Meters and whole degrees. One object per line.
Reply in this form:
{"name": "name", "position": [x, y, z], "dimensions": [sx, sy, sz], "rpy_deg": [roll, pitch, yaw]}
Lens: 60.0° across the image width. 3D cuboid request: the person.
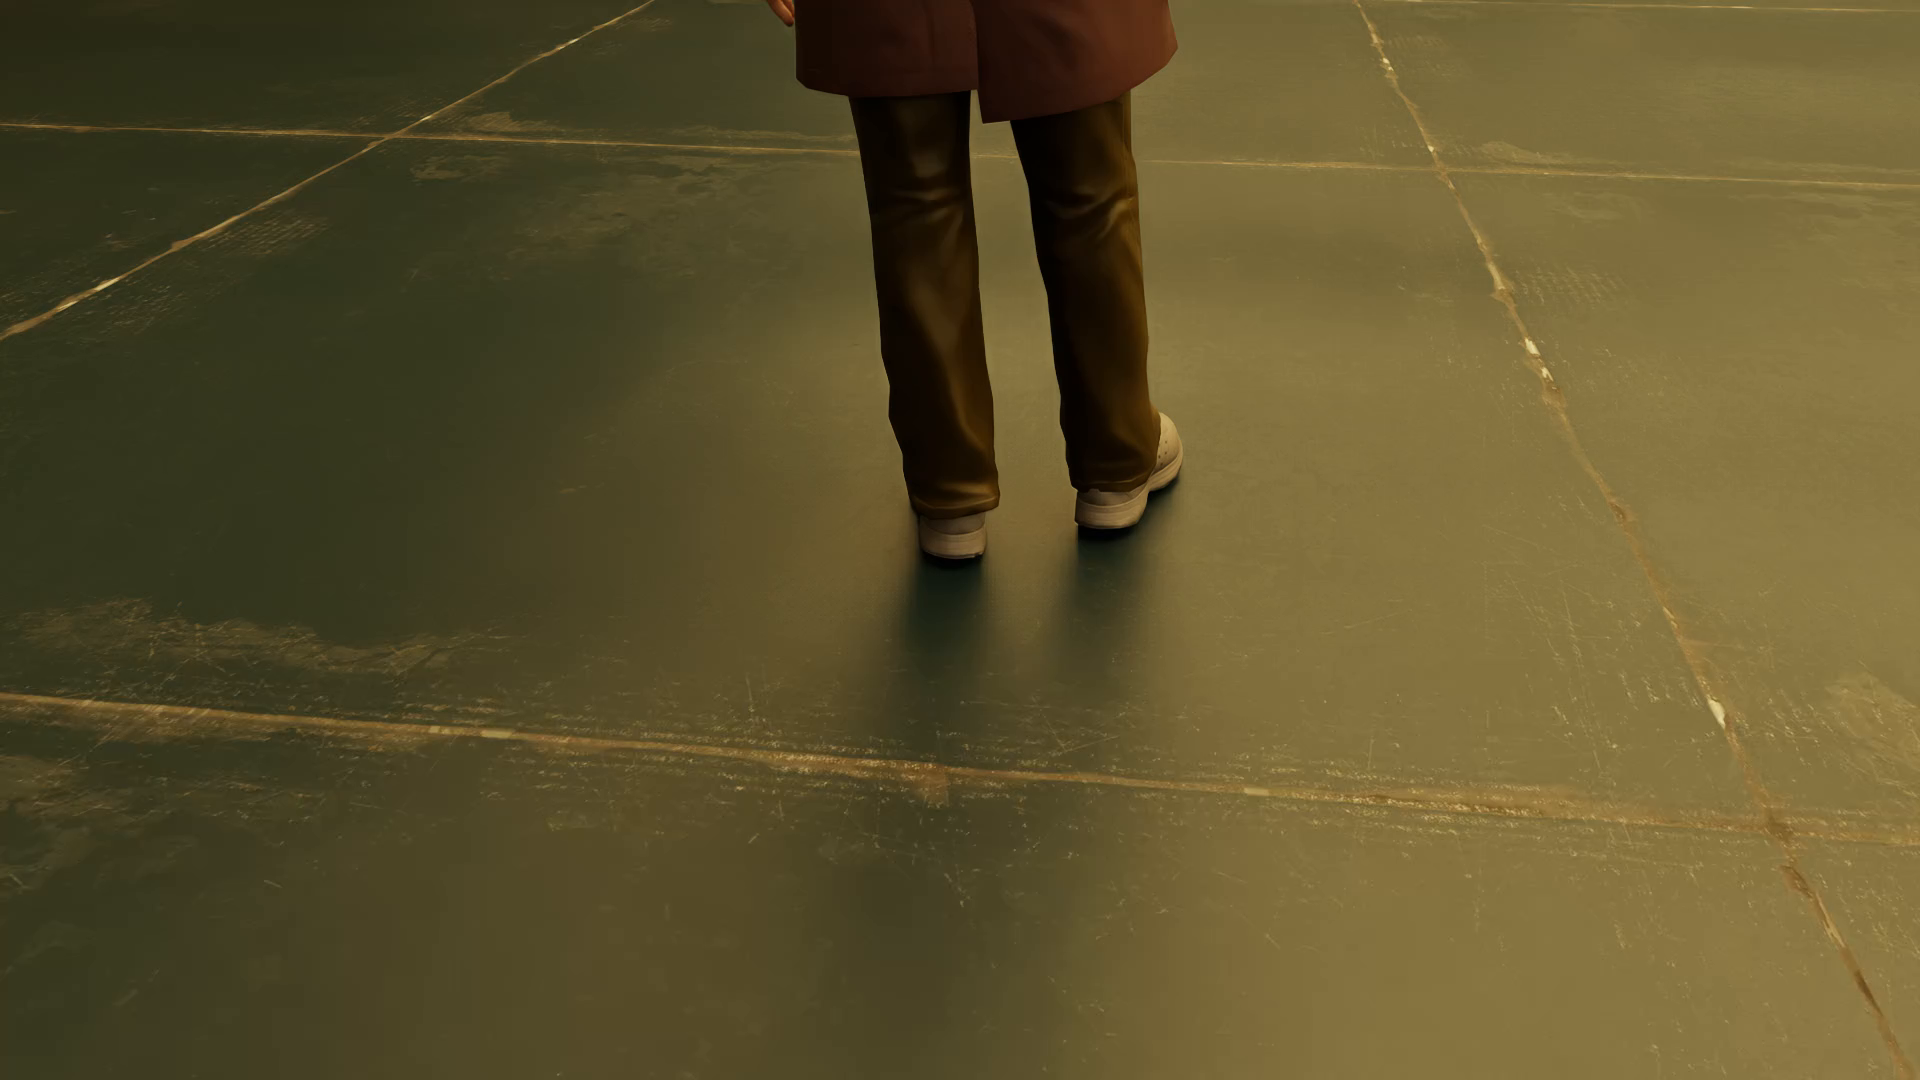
{"name": "person", "position": [0.016, -0.837, 2.184], "dimensions": [0.698, 1.765, 0.579], "rpy_deg": [3, 27, 7]}
